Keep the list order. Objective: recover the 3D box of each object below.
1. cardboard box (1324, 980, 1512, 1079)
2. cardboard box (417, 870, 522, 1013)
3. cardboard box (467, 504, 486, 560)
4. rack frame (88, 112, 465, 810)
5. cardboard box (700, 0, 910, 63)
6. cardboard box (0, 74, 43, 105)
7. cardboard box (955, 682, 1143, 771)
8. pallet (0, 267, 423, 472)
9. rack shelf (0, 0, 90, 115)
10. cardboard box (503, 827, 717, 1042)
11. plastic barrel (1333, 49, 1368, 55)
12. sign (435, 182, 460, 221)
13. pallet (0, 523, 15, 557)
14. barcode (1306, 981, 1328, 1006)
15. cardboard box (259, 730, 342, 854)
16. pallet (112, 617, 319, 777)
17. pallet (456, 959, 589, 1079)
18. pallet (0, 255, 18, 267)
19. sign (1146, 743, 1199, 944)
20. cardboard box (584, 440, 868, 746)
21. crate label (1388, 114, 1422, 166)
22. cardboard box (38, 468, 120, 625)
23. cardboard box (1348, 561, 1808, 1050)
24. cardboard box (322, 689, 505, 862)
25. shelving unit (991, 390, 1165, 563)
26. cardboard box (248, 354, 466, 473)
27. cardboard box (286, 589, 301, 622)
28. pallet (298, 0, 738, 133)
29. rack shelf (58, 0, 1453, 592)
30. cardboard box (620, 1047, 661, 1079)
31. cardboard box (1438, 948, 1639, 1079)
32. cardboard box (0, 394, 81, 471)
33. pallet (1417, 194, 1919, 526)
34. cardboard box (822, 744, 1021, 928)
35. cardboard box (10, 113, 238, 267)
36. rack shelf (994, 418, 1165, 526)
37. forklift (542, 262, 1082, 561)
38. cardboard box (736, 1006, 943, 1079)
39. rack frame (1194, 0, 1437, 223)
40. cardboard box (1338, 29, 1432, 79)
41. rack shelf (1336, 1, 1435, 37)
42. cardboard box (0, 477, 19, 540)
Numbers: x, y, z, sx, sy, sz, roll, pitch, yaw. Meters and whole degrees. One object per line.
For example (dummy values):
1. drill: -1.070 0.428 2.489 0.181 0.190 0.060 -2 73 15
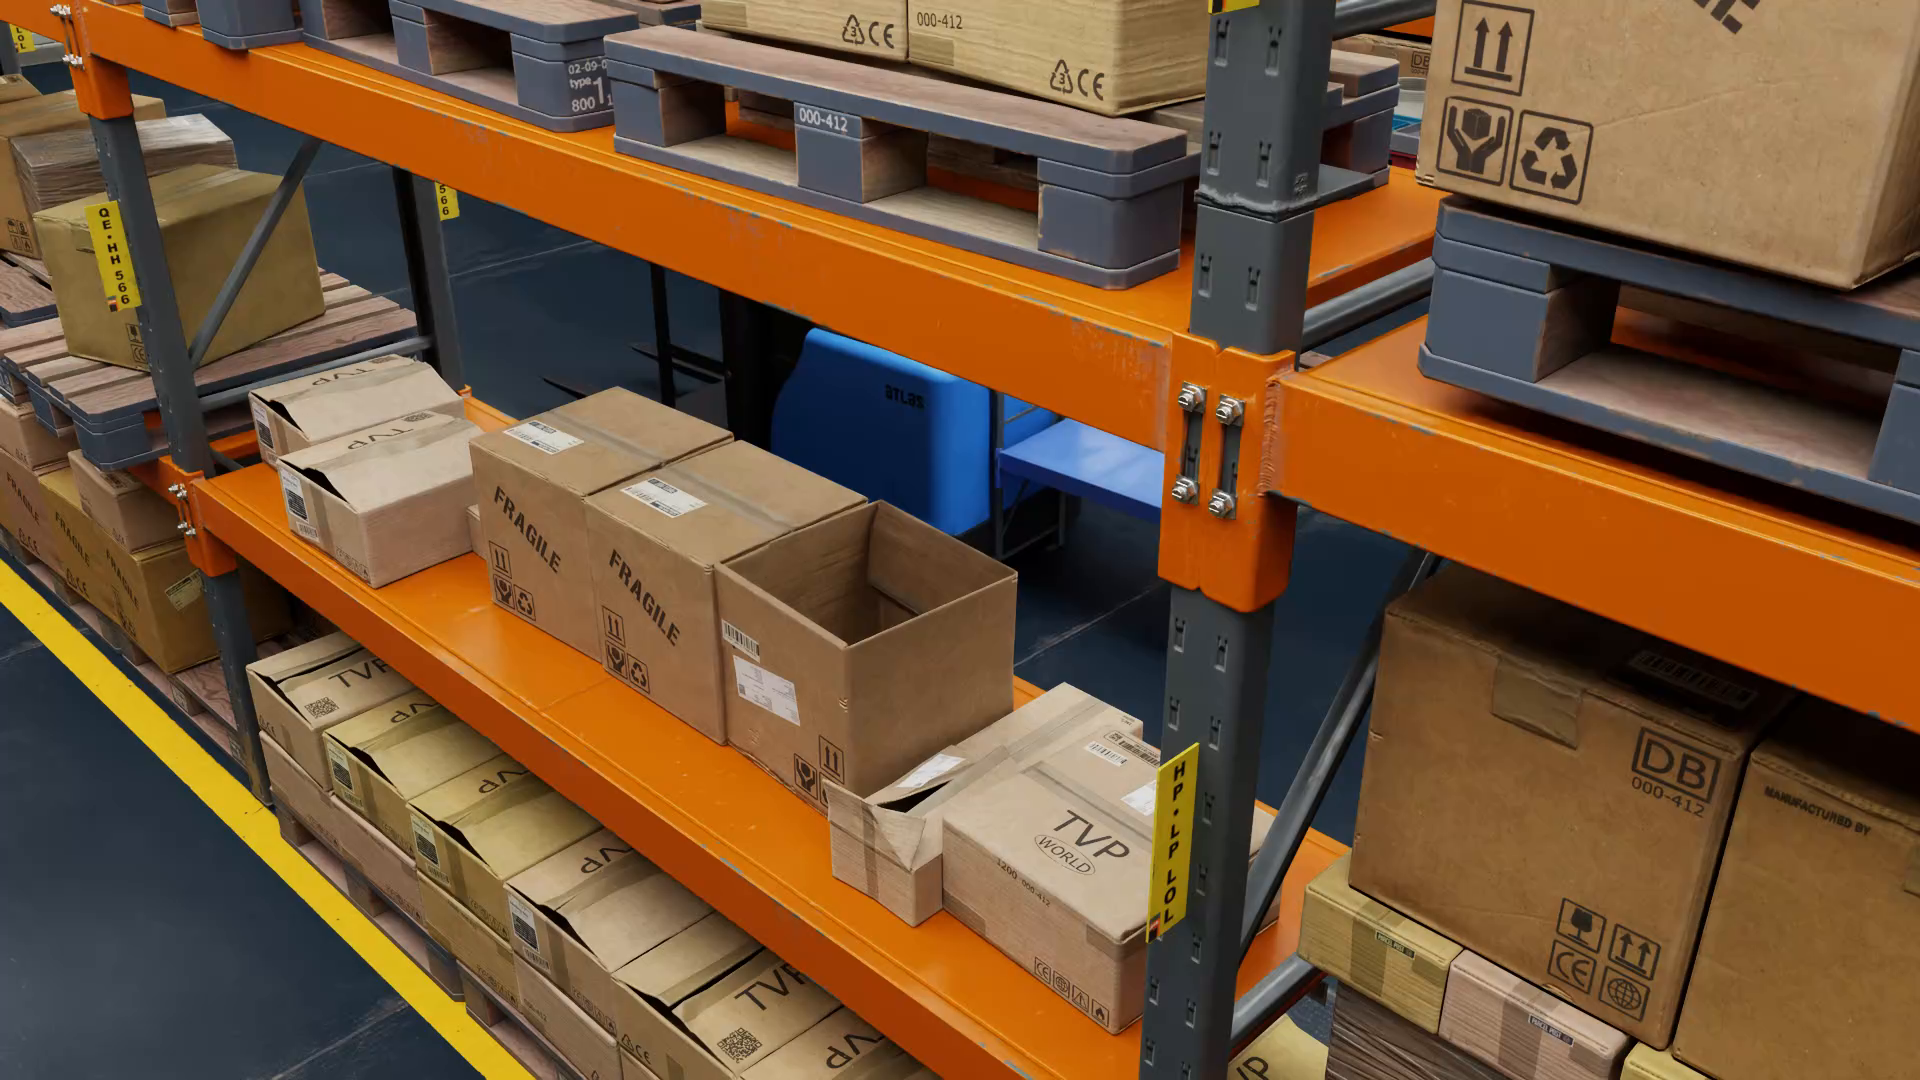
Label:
1. cardboard box: 1.015 0.850 2.803 0.500 0.500 0.700 23 36 37
2. cardboard box: -1.257 1.077 4.981 0.500 0.250 0.500 23 36 37
3. cardboard box: -1.209 -0.045 4.882 0.380 0.149 0.250 -22 35 -36
4. rack frame: -2.158 -0.554 5.580 0.127 3.000 1.000 25 36 38
5. cardboard box: -0.132 -1.078 3.064 0.500 0.250 0.500 21 34 34
6. cardboard box: -4.295 -1.657 7.119 0.700 0.500 0.500 -19 33 -32
7. cardboard box: 0.206 0.506 3.835 0.250 0.149 0.380 25 36 38
8. pallet: -2.691 -0.667 6.001 1.003 0.211 1.213 25 36 38
9. rack shelf: -3.584 -2.215 6.290 4.000 0.370 1.077 25 36 38
10. cardboard box: -0.881 1.001 4.524 0.500 0.311 0.500 24 36 38
11. plastic barrel: 1.861 -2.206 8.575 0.708 0.536 0.600 25 36 38
12. sign: -1.771 -1.251 5.663 0.005 0.325 0.100 25 36 38
13. pallet: -4.404 -0.372 8.230 1.213 0.211 1.003 25 36 38
14. barcode: 0.804 1.017 3.775 0.075 0.075 0.001 25 36 38
15. cardboard box: -1.991 0.746 5.612 0.500 0.250 0.500 24 36 38
16. pallet: -2.664 0.425 6.716 1.213 0.211 1.003 25 36 38
17. pallet: -0.733 1.360 4.936 1.213 0.211 1.003 25 36 38
18. pallet: -4.517 -1.477 7.542 1.213 0.211 1.003 25 36 38
19. sign: 0.321 0.457 2.498 0.005 0.325 0.100 25 36 38
20. cardboard box: -0.575 0.116 4.199 0.500 0.500 0.500 25 36 38
21. crate label: 1.836 -1.798 7.908 0.616 0.435 0.502 25 36 38
22. cardboard box: -3.358 -0.038 6.813 0.500 0.500 0.500 23 35 37
23. cardboard box: 1.015 0.276 2.501 0.500 0.500 0.700 25 37 39
24. cardboard box: -1.610 0.666 5.160 0.500 0.311 0.500 24 36 37
25. shelving unit: 0.697 -0.408 6.914 1.048 1.500 0.538 21 35 35
26. cardboard box: -1.929 -0.381 5.347 0.500 0.311 0.500 -23 35 -36
27. cardboard box: -2.660 -0.054 6.843 0.500 0.500 0.500 23 35 37
28. pallet: -0.812 -1.242 3.869 1.003 0.211 1.213 -23 36 -37
29. rack shelf: -0.732 -0.910 3.808 4.000 0.370 1.077 25 36 38
30. cardboard box: -0.529 1.411 4.346 0.500 0.250 0.500 -24 36 -38
31. cardboard box: 0.929 0.654 2.479 0.380 0.149 0.250 -25 36 -38
32. cardboard box: -3.765 -0.551 6.981 0.500 0.250 0.500 24 36 37
33. pallet: 1.320 -0.267 1.907 1.213 0.211 1.003 25 36 38
34. cardboard box: -0.062 0.585 3.559 0.258 0.266 0.396 24 36 37
35. cardboard box: -3.205 -1.314 6.466 0.700 0.500 0.500 -18 33 -30
36. rack shelf: 0.697 -0.249 6.998 1.000 0.185 0.538 21 35 35
37. forklift: -0.880 -1.644 7.726 3.031 2.935 1.130 21 35 35
38. cardboard box: -0.171 1.330 3.899 0.500 0.311 0.500 -24 36 -38
39. rack frame: 0.694 -1.904 1.701 0.127 3.000 1.000 25 36 38
40. cardboard box: 3.682 -3.611 13.226 0.875 0.875 1.225 25 36 39
41. rack shelf: 3.364 -4.174 13.238 4.000 0.370 1.077 25 36 38
42. cardboard box: -4.097 -0.372 7.449 0.500 0.500 0.500 -25 37 -39
